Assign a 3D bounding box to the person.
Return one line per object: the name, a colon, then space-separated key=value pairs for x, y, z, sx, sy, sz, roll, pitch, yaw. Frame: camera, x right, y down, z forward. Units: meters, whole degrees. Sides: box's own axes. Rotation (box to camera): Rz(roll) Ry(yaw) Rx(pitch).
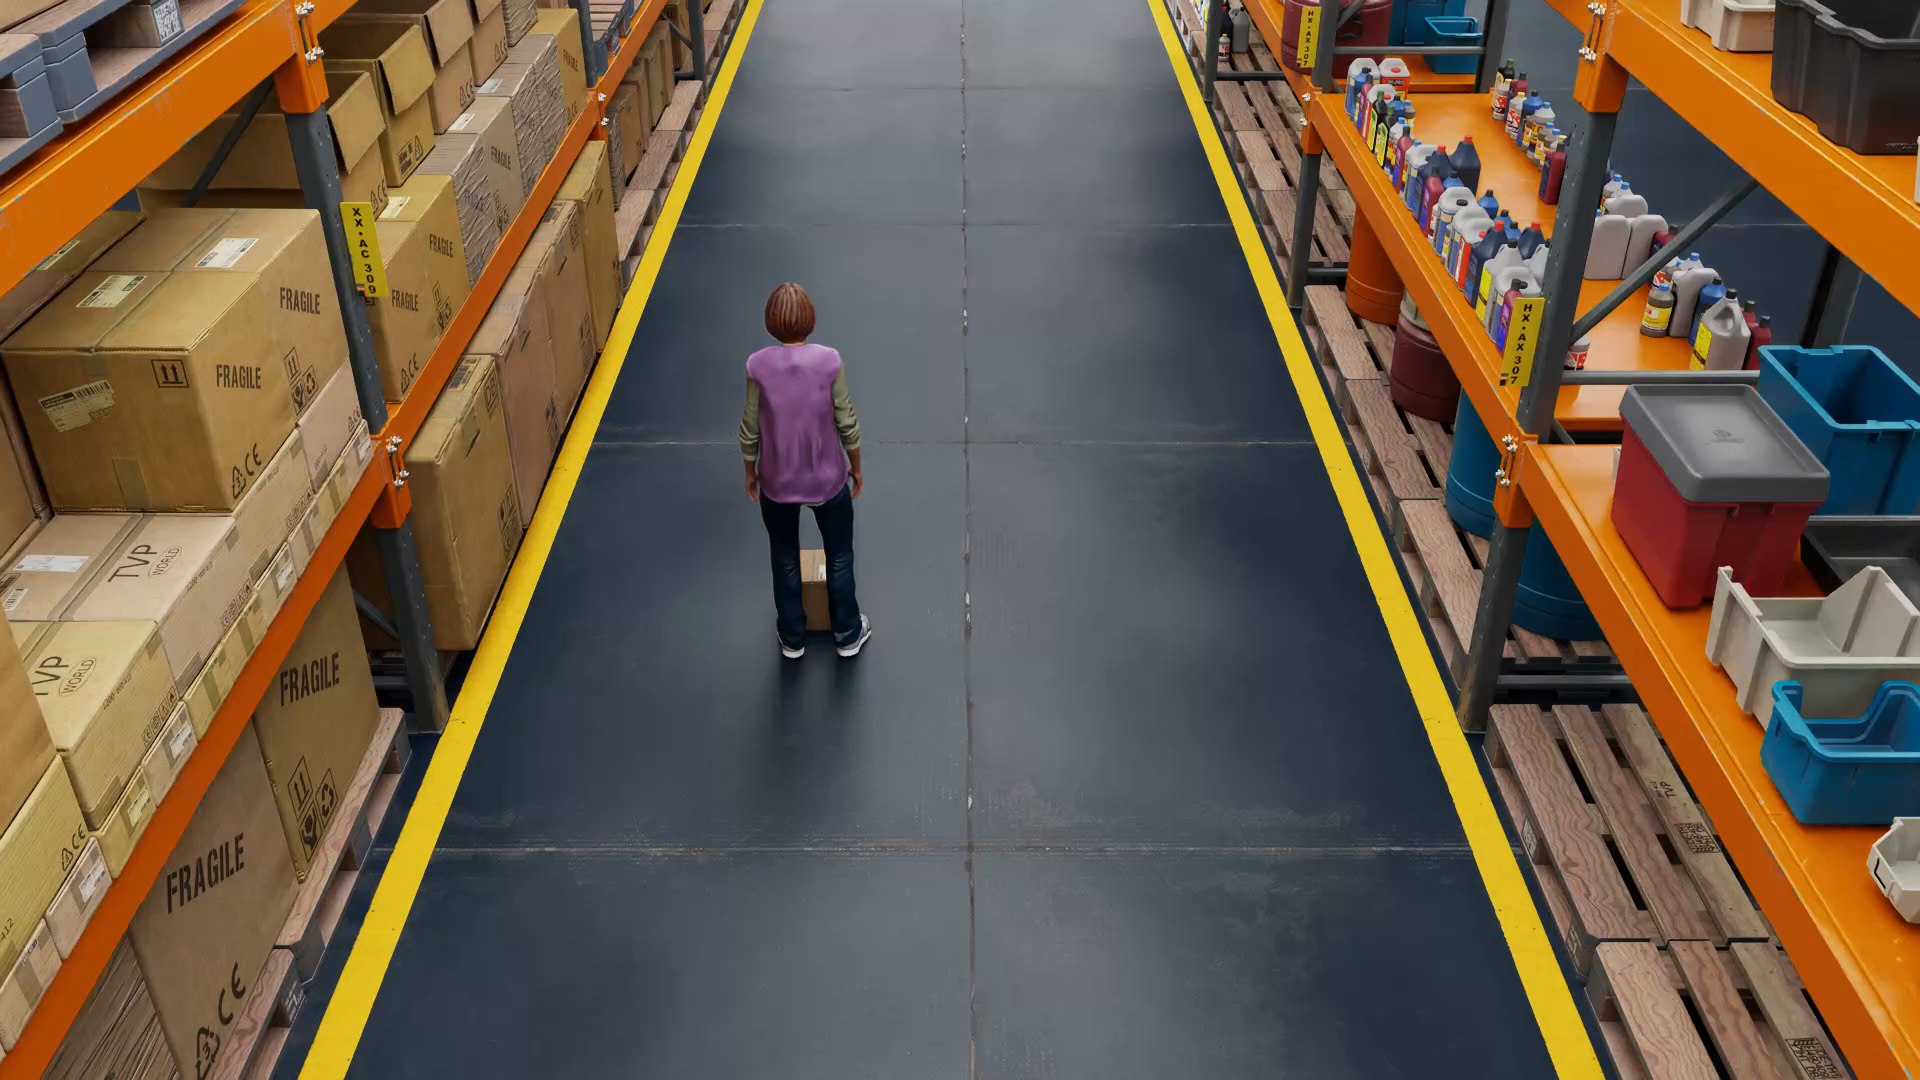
person: x=-0.611 y=-0.230 z=6.524 sx=0.476 sy=1.581 sz=0.348 roll=-1 pitch=32 yaw=-1
